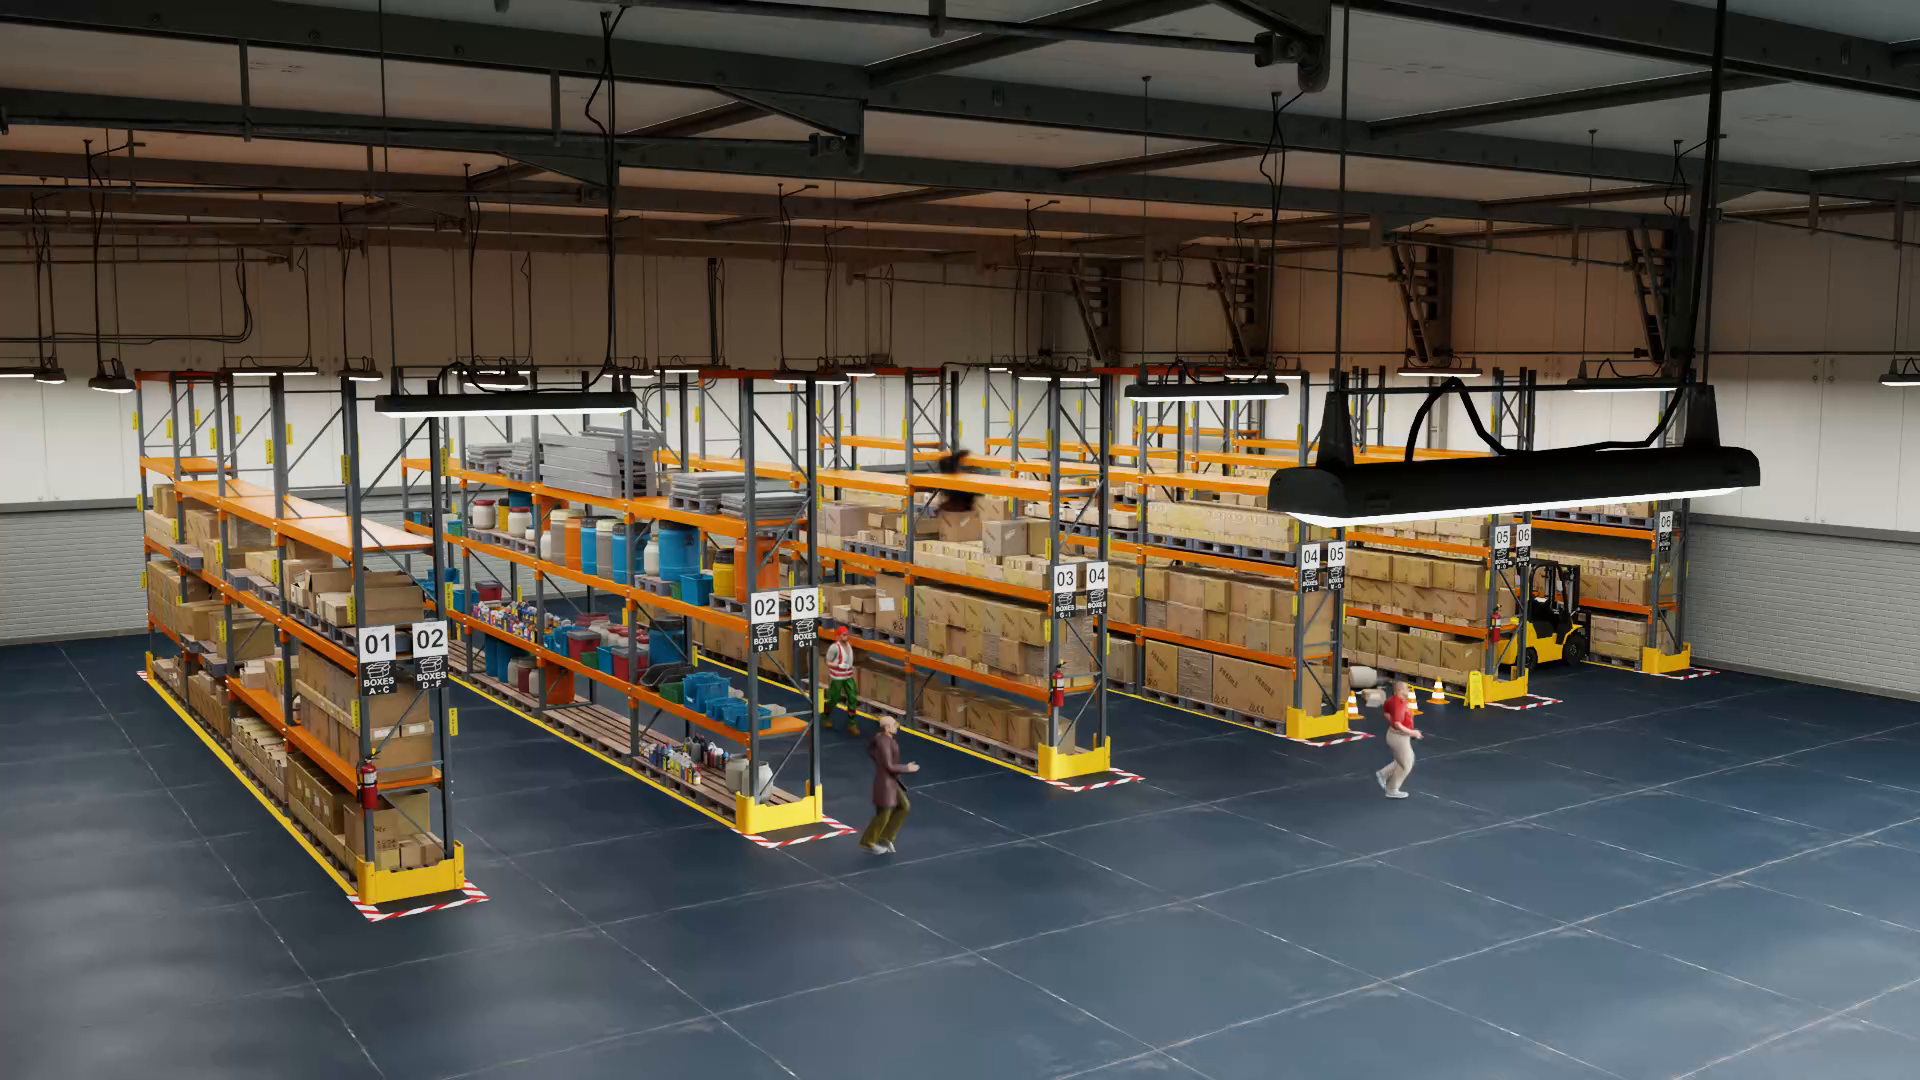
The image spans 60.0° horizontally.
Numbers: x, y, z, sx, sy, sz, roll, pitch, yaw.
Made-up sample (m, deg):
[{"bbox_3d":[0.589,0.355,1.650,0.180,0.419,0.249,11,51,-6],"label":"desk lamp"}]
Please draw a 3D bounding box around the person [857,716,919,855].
[{"bbox_3d":[-0.896,3.114,20.967,0.772,1.833,0.733,0,6,-1],"label":"person"}]

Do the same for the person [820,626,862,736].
[{"bbox_3d":[-2.001,2.318,27.694,0.613,1.823,0.894,-6,9,-41],"label":"person"}]

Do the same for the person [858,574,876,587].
[{"bbox_3d":[-2.378,0.773,41.983,0.753,1.666,0.576,2,7,17],"label":"person"}]

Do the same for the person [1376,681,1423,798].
[{"bbox_3d":[6.245,2.831,23.622,0.596,1.679,0.640,0,6,3],"label":"person"}]
